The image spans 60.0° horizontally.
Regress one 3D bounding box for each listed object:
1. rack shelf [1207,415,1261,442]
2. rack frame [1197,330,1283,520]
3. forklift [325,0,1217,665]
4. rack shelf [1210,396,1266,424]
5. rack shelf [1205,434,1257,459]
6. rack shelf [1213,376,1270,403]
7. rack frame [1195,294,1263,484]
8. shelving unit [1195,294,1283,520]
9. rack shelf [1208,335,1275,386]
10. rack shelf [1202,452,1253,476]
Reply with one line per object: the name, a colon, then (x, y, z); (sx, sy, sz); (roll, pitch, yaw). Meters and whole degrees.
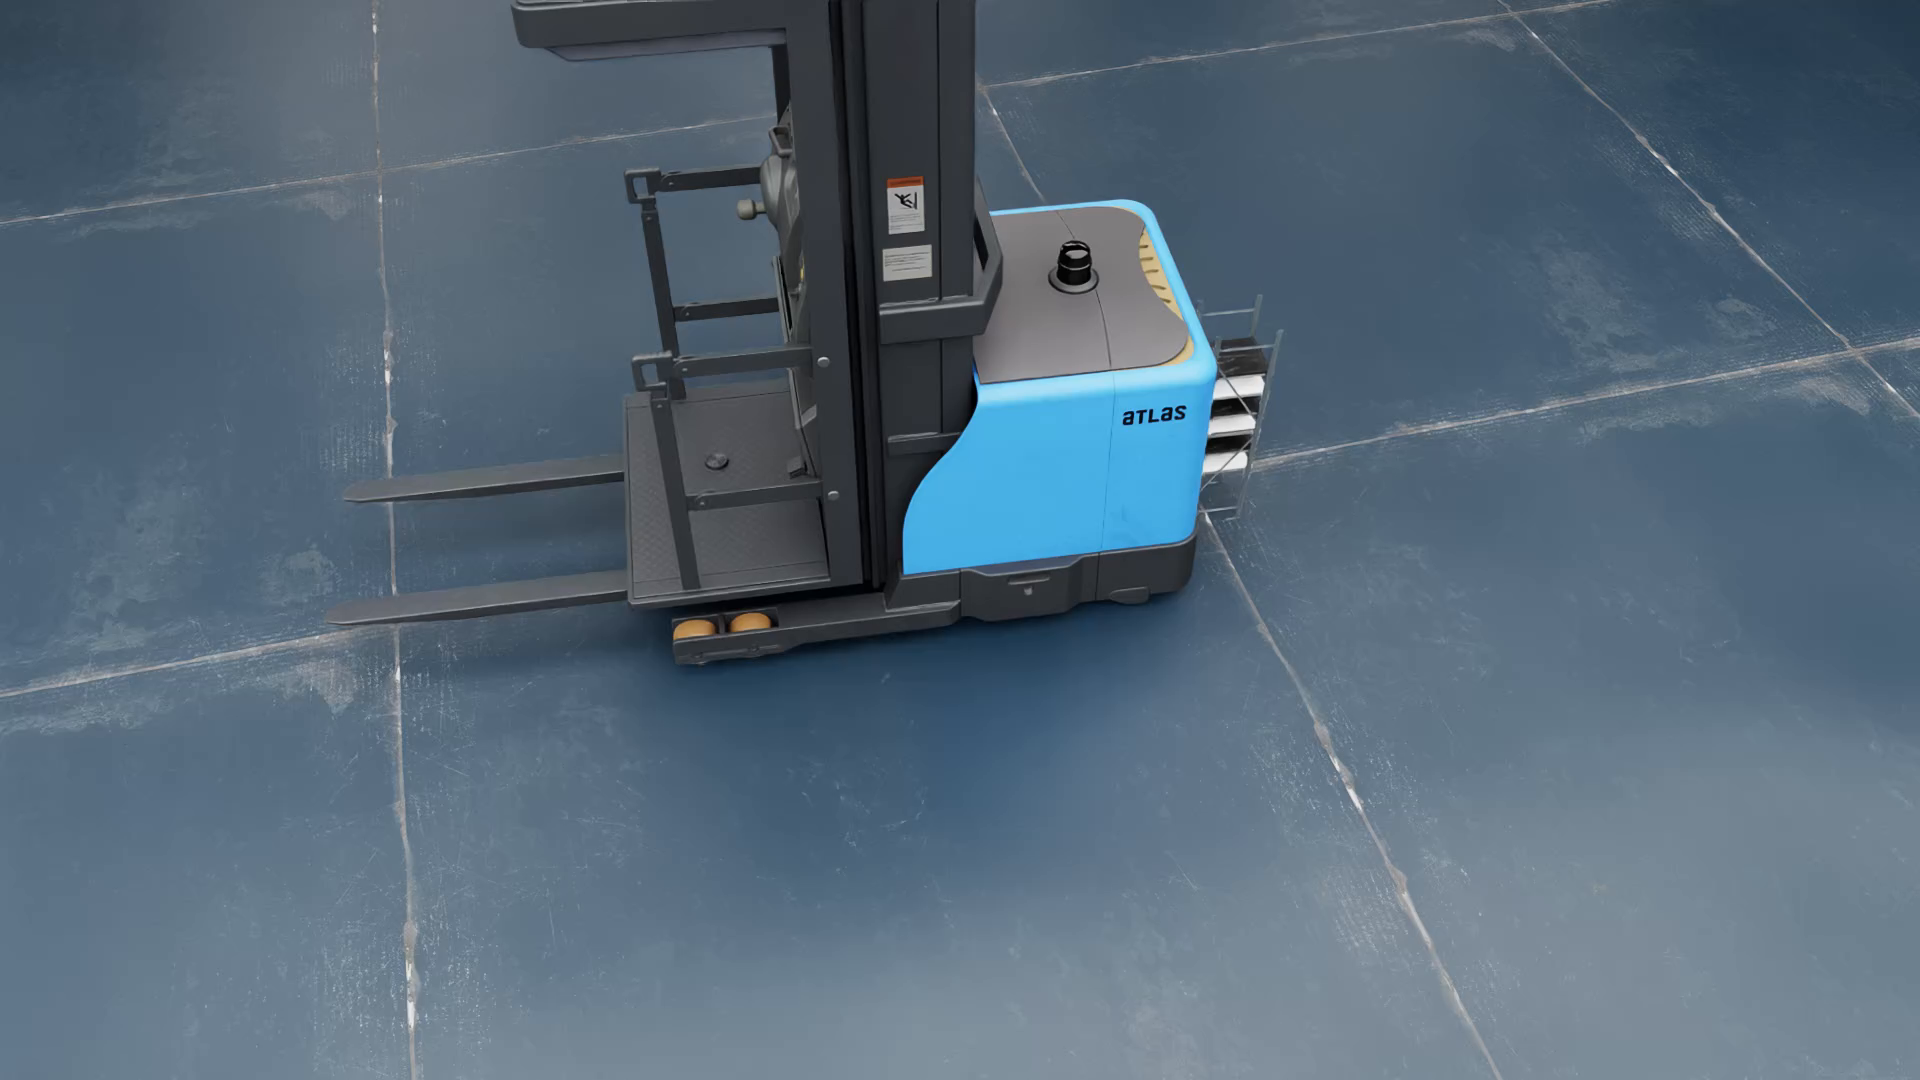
rack shelf: (0.943, -0.434, 6.083); (0.258, 0.077, 0.200); (-7, 46, -11)
rack frame: (0.967, -0.386, 5.990); (0.240, 0.900, 0.006); (-7, 46, -11)
forklift: (-0.722, -0.998, 5.176); (3.031, 2.935, 1.130); (-7, 46, -6)
rack shelf: (0.948, -0.497, 6.019); (0.258, 0.077, 0.200); (-7, 46, -11)
rack shelf: (0.939, -0.370, 6.146); (0.258, 0.077, 0.200); (-7, 46, -11)
rack shelf: (0.952, -0.561, 5.955); (0.258, 0.077, 0.200); (-7, 46, -11)
rack frame: (0.923, -0.528, 6.129); (0.240, 0.900, 0.006); (-7, 46, -11)
shelving unit: (0.945, -0.457, 6.059); (0.258, 0.900, 0.210); (-7, 46, -11)
rack shelf: (0.956, -0.624, 5.892); (0.258, 0.077, 0.200); (-7, 46, -11)
rack shelf: (0.935, -0.307, 6.210); (0.258, 0.077, 0.200); (-7, 46, -11)
